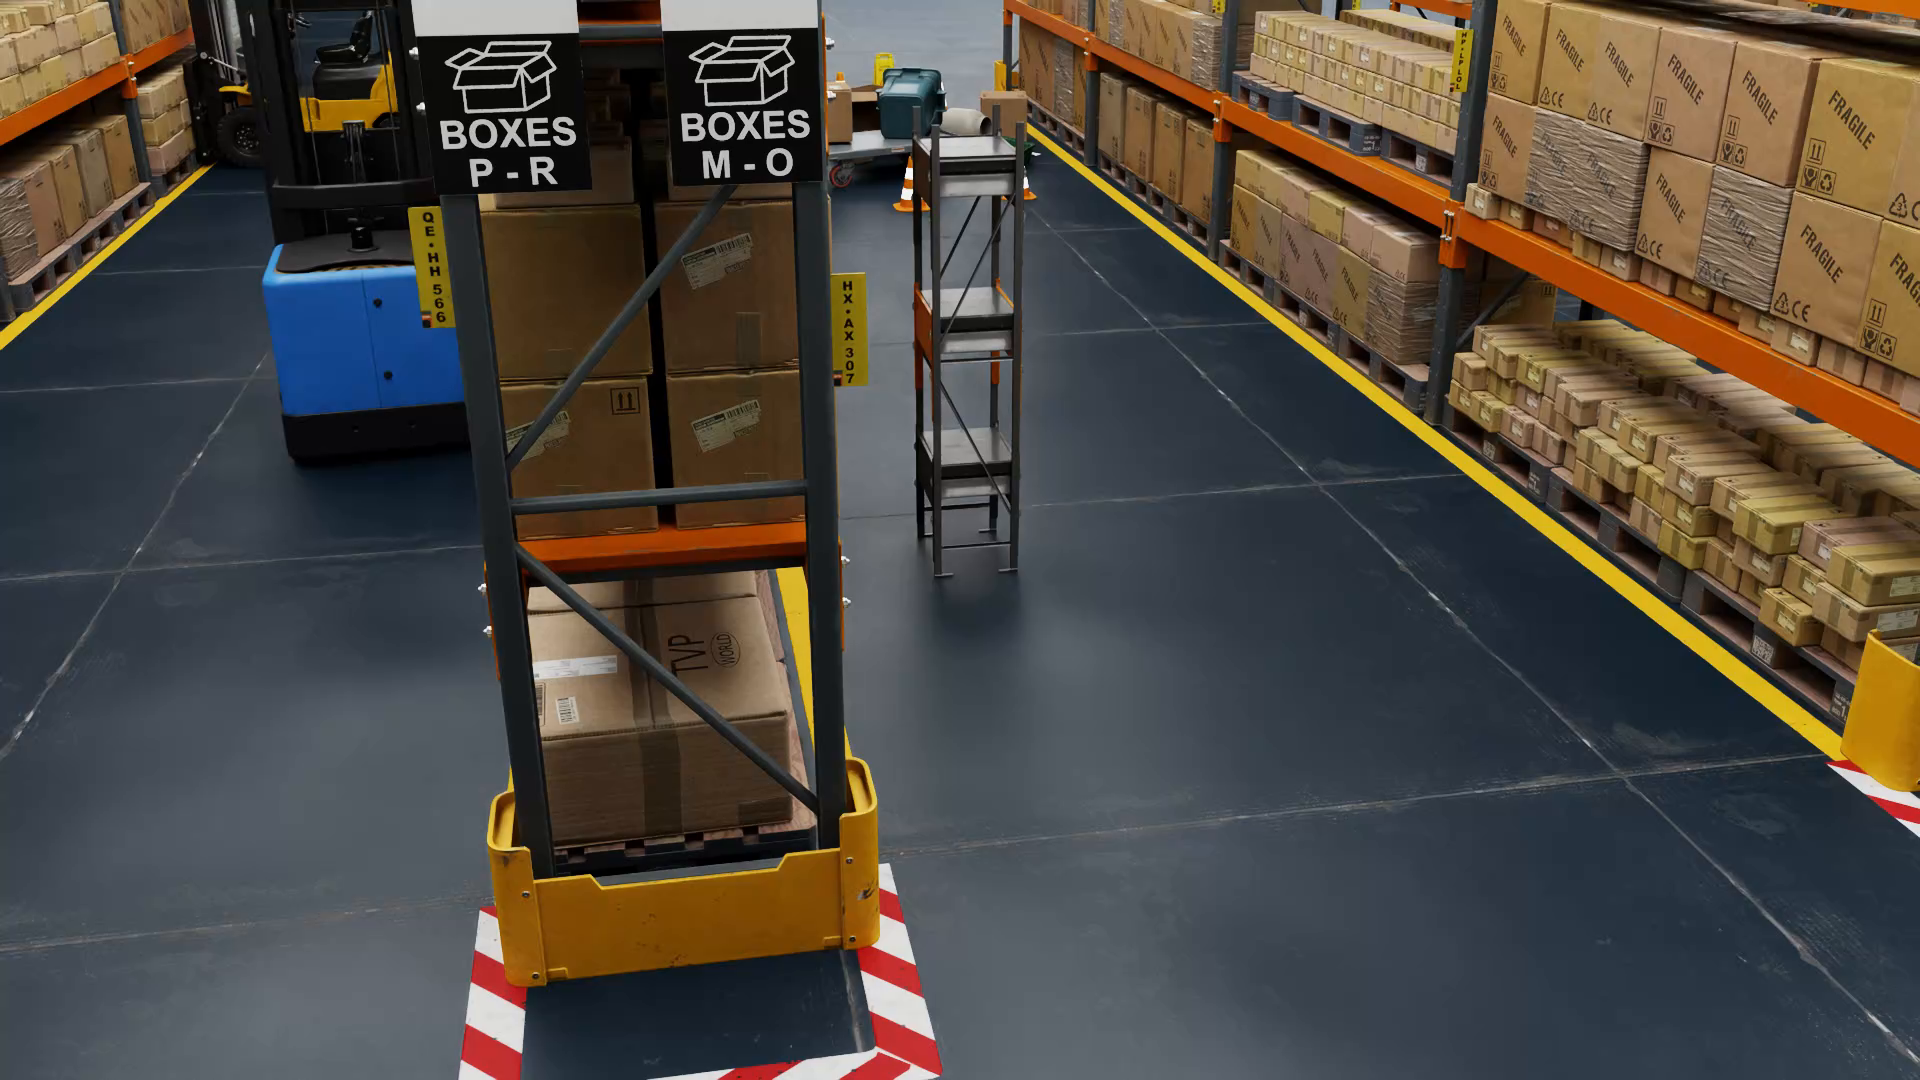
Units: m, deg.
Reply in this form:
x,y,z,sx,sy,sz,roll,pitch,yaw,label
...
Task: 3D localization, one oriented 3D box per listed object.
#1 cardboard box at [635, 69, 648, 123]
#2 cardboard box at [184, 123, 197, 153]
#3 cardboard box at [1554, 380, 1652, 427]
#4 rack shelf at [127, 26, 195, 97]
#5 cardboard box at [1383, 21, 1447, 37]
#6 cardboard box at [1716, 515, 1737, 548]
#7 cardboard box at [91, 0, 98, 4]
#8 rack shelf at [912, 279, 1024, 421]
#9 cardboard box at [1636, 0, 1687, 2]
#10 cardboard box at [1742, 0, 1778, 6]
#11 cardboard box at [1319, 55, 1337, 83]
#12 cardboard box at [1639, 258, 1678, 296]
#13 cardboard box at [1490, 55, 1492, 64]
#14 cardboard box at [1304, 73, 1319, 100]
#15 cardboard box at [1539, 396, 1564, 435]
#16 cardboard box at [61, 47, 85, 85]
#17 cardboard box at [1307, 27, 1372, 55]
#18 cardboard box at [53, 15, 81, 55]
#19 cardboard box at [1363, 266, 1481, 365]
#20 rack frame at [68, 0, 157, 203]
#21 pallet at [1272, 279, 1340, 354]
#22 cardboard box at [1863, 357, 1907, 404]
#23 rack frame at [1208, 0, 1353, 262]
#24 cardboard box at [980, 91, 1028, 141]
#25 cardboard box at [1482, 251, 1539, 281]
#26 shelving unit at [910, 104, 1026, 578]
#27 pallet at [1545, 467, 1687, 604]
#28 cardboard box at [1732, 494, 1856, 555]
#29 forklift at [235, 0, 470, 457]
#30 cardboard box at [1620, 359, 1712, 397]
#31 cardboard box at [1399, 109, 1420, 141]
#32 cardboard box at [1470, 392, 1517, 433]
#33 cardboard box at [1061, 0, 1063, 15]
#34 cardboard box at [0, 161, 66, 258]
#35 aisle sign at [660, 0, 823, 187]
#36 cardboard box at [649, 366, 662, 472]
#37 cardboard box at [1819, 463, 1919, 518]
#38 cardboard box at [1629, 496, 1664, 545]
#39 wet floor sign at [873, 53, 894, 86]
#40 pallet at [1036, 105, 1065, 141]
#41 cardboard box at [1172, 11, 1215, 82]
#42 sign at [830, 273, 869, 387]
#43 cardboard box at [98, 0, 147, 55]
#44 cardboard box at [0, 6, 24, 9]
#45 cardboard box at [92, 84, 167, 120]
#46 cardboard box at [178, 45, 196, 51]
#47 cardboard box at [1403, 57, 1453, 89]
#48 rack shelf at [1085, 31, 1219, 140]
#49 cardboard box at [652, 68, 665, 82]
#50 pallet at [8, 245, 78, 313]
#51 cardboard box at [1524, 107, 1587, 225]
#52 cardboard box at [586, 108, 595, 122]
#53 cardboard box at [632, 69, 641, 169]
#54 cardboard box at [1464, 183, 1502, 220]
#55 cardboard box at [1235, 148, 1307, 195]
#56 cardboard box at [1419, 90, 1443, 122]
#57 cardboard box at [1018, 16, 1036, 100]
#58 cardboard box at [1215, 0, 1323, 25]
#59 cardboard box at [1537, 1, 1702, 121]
x,y,z,sx,sy,sz,roll,pitch,yaw,label
-1.152,-1.828,7.315,0.500,0.500,0.500,-5,24,-11,cardboard box
-7.937,-4.014,16.605,0.500,0.250,0.500,-4,24,-9,cardboard box
3.235,-0.688,8.372,0.380,0.149,0.250,-4,24,-9,cardboard box
-8.323,-4.925,16.677,1.077,0.370,4.000,-4,24,-10,rack shelf
3.197,-3.554,11.685,0.380,0.149,0.250,-4,24,-8,cardboard box
3.565,-0.049,7.280,0.380,0.149,0.250,-5,24,-10,cardboard box
-7.672,-4.693,14.312,0.380,0.149,0.250,-3,24,-8,cardboard box
0.031,-0.885,7.686,0.431,0.518,0.480,-4,24,-10,rack shelf
3.602,-2.571,8.644,0.500,0.500,0.500,-5,24,-12,cardboard box
7.062,-4.656,14.514,0.700,0.500,0.500,-1,24,-2,cardboard box
2.642,-3.171,11.181,0.380,0.149,0.250,-5,24,-10,cardboard box
3.367,-1.229,7.630,0.380,0.149,0.250,-3,24,-8,cardboard box
3.483,-2.943,10.288,0.380,0.149,0.250,-5,24,-10,cardboard box
2.597,-3.133,11.466,0.380,0.149,0.250,-4,24,-8,cardboard box
3.265,-0.659,8.678,0.380,0.149,0.250,-6,24,-12,cardboard box
-7.443,-3.825,13.448,0.500,0.250,0.500,-4,24,-9,cardboard box
2.599,-3.410,11.356,0.380,0.149,0.250,-3,24,-7,cardboard box
-7.420,-4.051,13.339,0.500,0.250,0.500,-4,24,-9,cardboard box
2.865,-1.415,10.341,0.500,0.500,0.500,-5,24,-11,cardboard box
-7.953,-4.468,14.732,1.000,3.000,0.127,-4,24,-10,rack frame
2.875,-1.605,11.661,1.003,0.211,1.213,-4,24,-10,pallet
3.642,-0.615,6.225,0.380,0.149,0.250,-4,24,-10,cardboard box
2.510,-3.669,12.904,1.000,3.000,0.127,-4,24,-10,rack frame
0.475,-4.633,18.230,0.500,0.500,0.500,0,24,-1,cardboard box
3.373,-1.797,10.278,0.500,0.250,0.500,-5,24,-12,cardboard box
0.031,-0.897,7.681,0.431,2.100,0.503,-4,24,-10,shelving unit
3.638,-0.076,8.159,1.003,0.211,1.213,-4,24,-10,pallet
3.480,-0.066,6.948,0.380,0.149,0.250,-5,24,-11,cardboard box
-3.590,-2.360,9.991,1.130,2.935,3.031,-7,24,-15,forklift
3.682,-0.831,8.699,0.380,0.149,0.250,-4,24,-8,cardboard box
2.889,-2.515,10.050,0.380,0.149,0.250,-4,24,-10,cardboard box
3.050,-0.710,9.166,0.380,0.149,0.250,-4,24,-8,cardboard box
1.582,-5.891,17.804,0.875,0.550,0.550,-4,24,-10,cardboard box
-7.444,-2.501,12.672,0.875,0.625,0.625,-4,24,-8,cardboard box
-0.558,-1.301,4.233,0.394,0.787,0.004,-4,24,-10,aisle sign
-1.284,-0.531,5.593,0.500,0.500,0.500,-5,24,-11,cardboard box
4.009,-0.212,7.281,0.380,0.149,0.250,-5,24,-12,cardboard box
3.378,-0.105,7.780,0.380,0.149,0.250,-4,24,-9,cardboard box
-0.921,-5.602,20.270,0.267,0.644,0.232,-9,25,-19,wet floor sign
1.478,-4.750,18.863,1.003,0.211,1.213,-4,24,-10,pallet
2.072,-4.069,13.693,0.500,0.500,0.500,-4,24,-10,cardboard box
-0.310,-0.588,4.668,0.100,0.325,0.005,-4,24,-10,sign
-7.779,-4.707,15.156,0.500,0.500,0.500,-5,24,-11,cardboard box
-7.375,-3.987,12.695,0.380,0.149,0.250,-4,24,-10,cardboard box
-7.734,-4.072,15.487,0.500,0.250,0.500,-5,24,-11,cardboard box
-8.301,-5.274,18.238,0.500,0.250,0.500,-4,24,-8,cardboard box
2.887,-2.797,9.952,0.380,0.149,0.250,-5,24,-11,cardboard box
2.140,-4.126,14.849,1.077,0.370,4.000,-4,24,-10,rack shelf
-0.992,-1.790,6.417,0.380,0.149,0.250,-4,24,-10,cardboard box
-7.327,-1.943,12.435,1.003,0.211,1.213,-4,24,-10,pallet
3.192,-1.870,8.288,0.500,0.500,0.500,-4,24,-10,cardboard box
-1.321,-1.237,5.151,0.380,0.149,0.250,-5,24,-10,cardboard box
-1.746,-1.989,7.681,0.500,0.500,0.500,-4,24,-9,cardboard box
2.980,-1.845,9.041,0.380,0.149,0.250,-3,24,-8,cardboard box
2.400,-2.771,12.508,0.500,0.250,0.500,-5,24,-12,cardboard box
2.932,-2.555,9.770,0.380,0.149,0.250,-4,24,-9,cardboard box
1.221,-5.773,19.850,0.875,0.875,0.875,-4,24,-9,cardboard box
2.437,-4.351,13.089,0.700,0.500,0.500,-4,24,-10,cardboard box
3.204,-2.338,8.110,0.500,0.500,0.500,-5,24,-11,cardboard box
